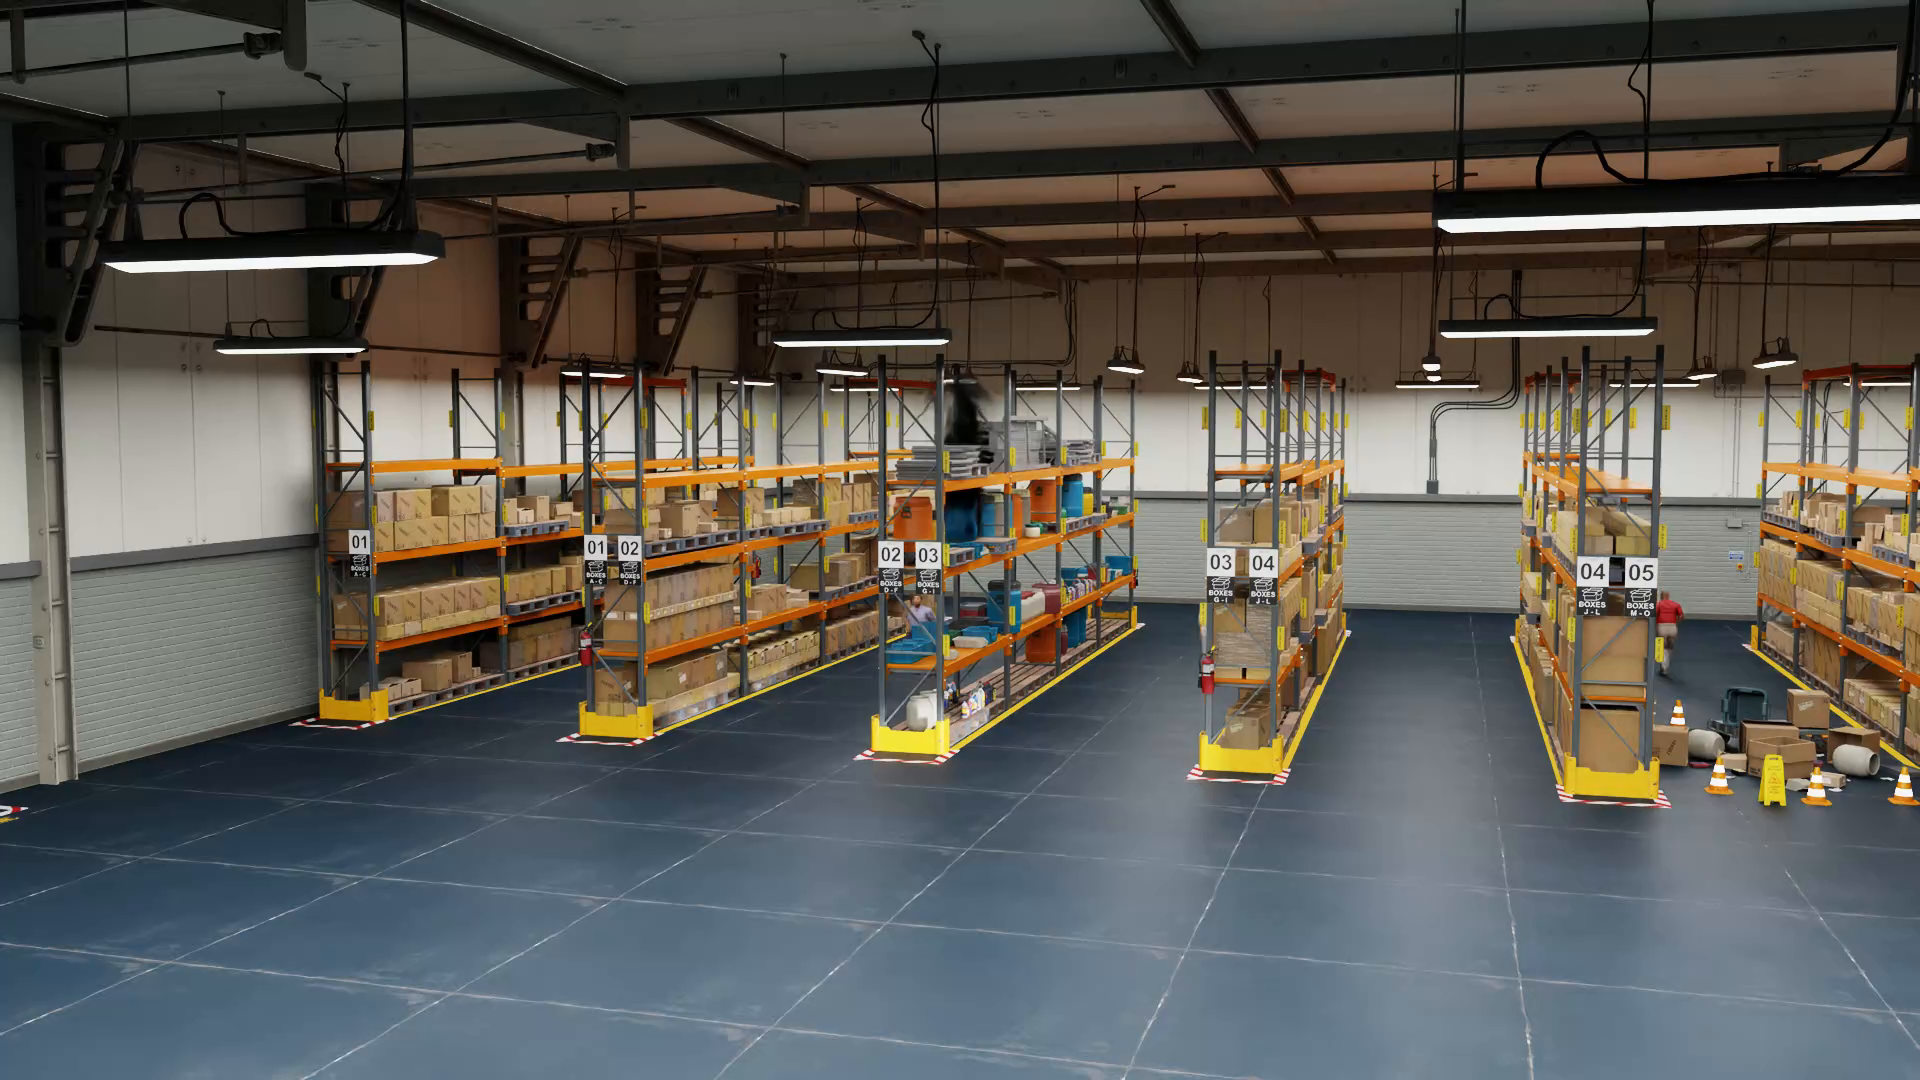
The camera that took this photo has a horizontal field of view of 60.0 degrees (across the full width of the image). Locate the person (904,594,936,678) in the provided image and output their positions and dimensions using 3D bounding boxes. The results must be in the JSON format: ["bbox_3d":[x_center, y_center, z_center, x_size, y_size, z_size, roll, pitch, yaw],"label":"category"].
[{"bbox_3d":[-0.785,1.801,30.964,0.600,1.609,0.526,2,4,22],"label":"person"}]

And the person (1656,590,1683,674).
[{"bbox_3d":[13.940,1.835,32.847,0.650,1.673,0.766,1,4,12],"label":"person"}]

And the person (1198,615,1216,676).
[{"bbox_3d":[4.876,1.883,32.194,0.586,1.633,0.583,1,4,16],"label":"person"}]

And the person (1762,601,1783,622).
[{"bbox_3d":[19.066,1.380,39.039,0.642,1.696,0.587,0,4,0],"label":"person"}]
